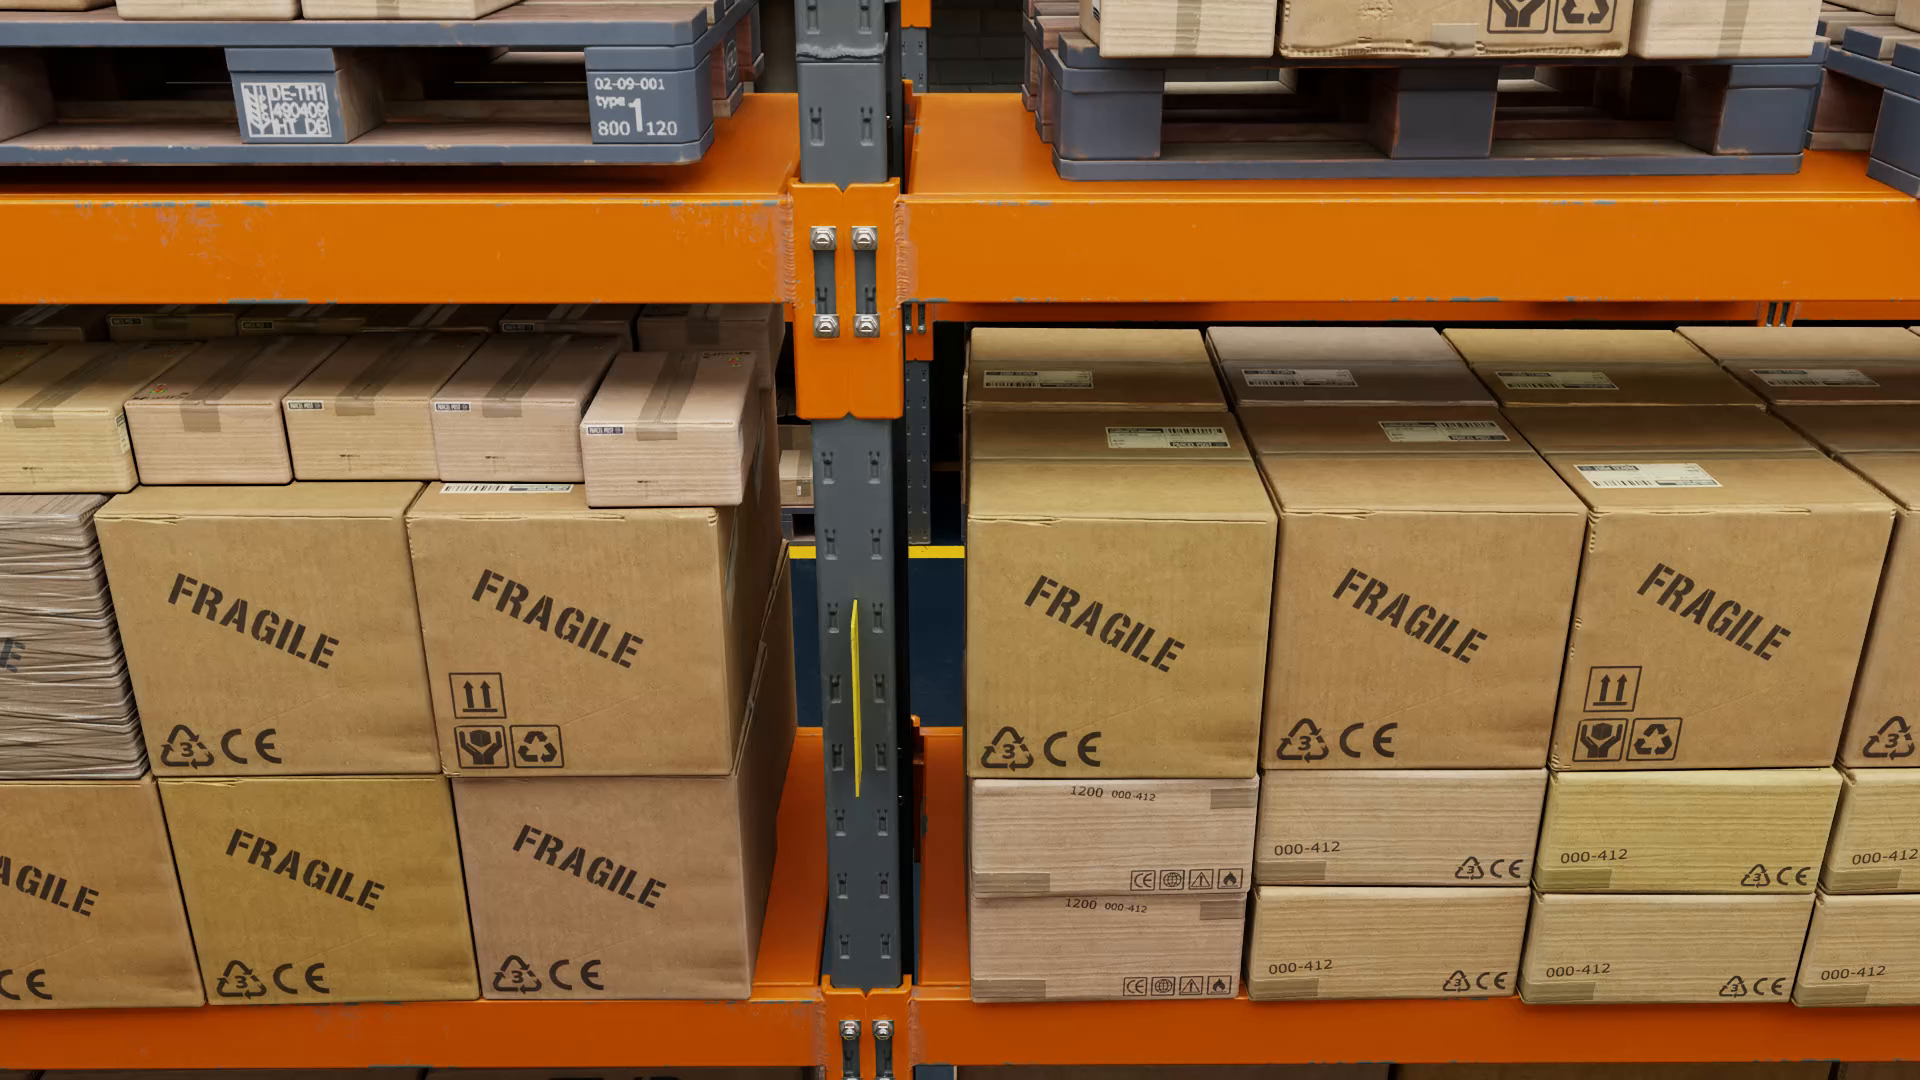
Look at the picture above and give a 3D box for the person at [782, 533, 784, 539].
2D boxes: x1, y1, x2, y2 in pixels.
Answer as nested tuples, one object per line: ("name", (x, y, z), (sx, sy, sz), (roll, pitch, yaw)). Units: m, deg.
("person", (-0.904, 0.208, 5.612), (0.634, 1.760, 0.459), (-2, 24, -4))
